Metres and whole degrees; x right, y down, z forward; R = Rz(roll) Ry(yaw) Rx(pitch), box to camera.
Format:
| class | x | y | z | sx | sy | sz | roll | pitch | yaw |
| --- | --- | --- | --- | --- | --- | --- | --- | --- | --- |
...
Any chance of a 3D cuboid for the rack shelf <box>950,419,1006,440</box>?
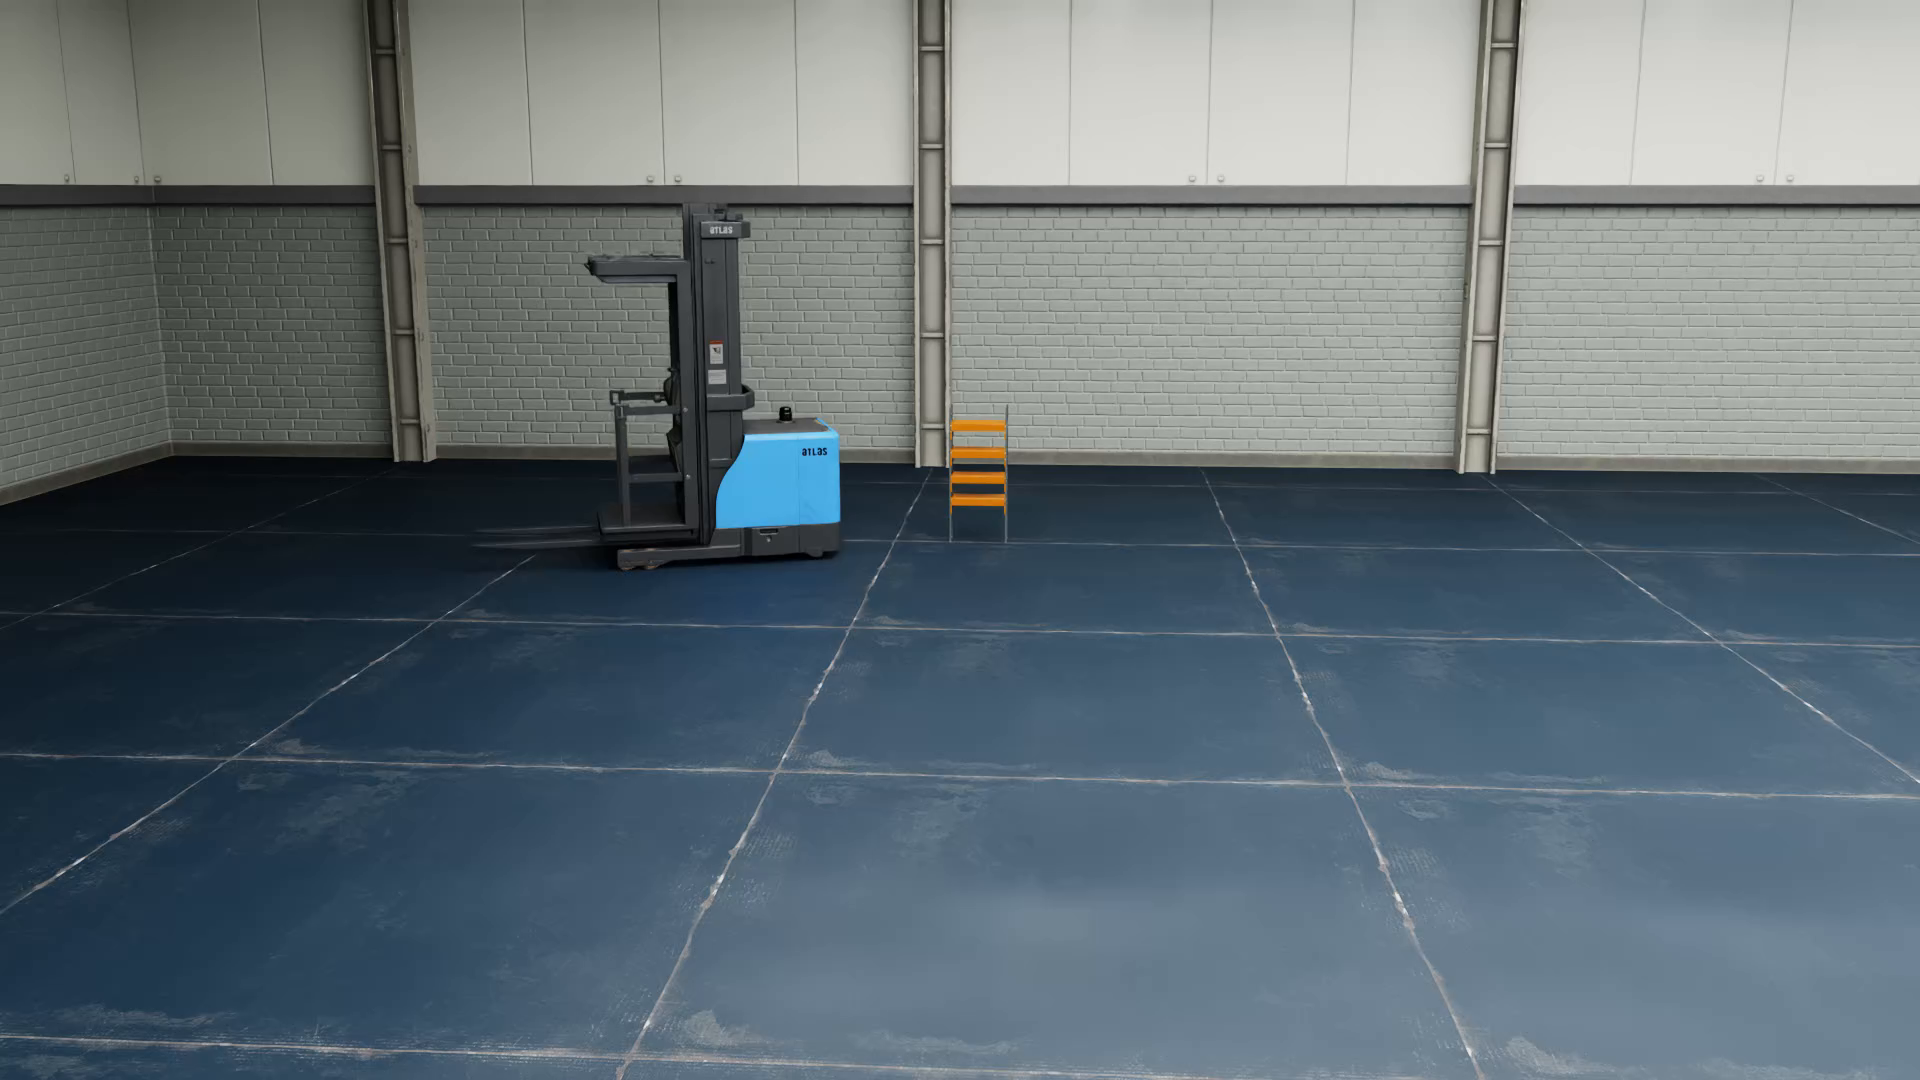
| class | x | y | z | sx | sy | sz | roll | pitch | yaw |
| --- | --- | --- | --- | --- | --- | --- | --- | --- | --- |
| rack shelf | 0.165 | -0.970 | 14.554 | 0.480 | 0.148 | 0.258 | 1 | 12 | 4 |

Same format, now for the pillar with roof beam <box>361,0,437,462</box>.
| class | x | y | z | sx | sy | sz | roll | pitch | yaw |
| --- | --- | --- | --- | --- | --- | --- | --- | --- | --- |
| pillar with roof beam | -6.572 | -4.452 | 14.073 | 0.400 | 9.000 | 9.100 | 1 | 12 | 4 |

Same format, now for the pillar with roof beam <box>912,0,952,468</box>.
| class | x | y | z | sx | sy | sz | roll | pitch | yaw |
| --- | --- | --- | --- | --- | --- | --- | --- | --- | --- |
| pillar with roof beam | -0.585 | -4.370 | 13.681 | 0.400 | 9.000 | 9.100 | 1 | 12 | 4 |

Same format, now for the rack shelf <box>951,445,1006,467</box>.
| class | x | y | z | sx | sy | sz | roll | pitch | yaw |
| --- | --- | --- | --- | --- | --- | --- | --- | --- | --- |
| rack shelf | 0.165 | -0.738 | 14.602 | 0.480 | 0.148 | 0.258 | 1 | 12 | 4 |

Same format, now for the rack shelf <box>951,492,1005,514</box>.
| class | x | y | z | sx | sy | sz | roll | pitch | yaw |
| --- | --- | --- | --- | --- | --- | --- | --- | --- | --- |
| rack shelf | 0.165 | -0.325 | 14.689 | 0.480 | 0.148 | 0.258 | 1 | 12 | 4 |

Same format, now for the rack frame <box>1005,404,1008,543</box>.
| class | x | y | z | sx | sy | sz | roll | pitch | yaw |
| --- | --- | --- | --- | --- | --- | --- | --- | --- | --- |
| rack frame | 0.409 | -0.582 | 14.618 | 0.015 | 1.200 | 0.240 | 1 | 12 | 4 |

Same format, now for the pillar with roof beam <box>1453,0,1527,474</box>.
| class | x | y | z | sx | sy | sz | roll | pitch | yaw |
| --- | --- | --- | --- | --- | --- | --- | --- | --- | --- |
| pillar with roof beam | 5.402 | -4.288 | 13.288 | 0.400 | 9.000 | 9.100 | 1 | 12 | 4 |

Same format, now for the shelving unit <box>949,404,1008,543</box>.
| class | x | y | z | sx | sy | sz | roll | pitch | yaw |
| --- | --- | --- | --- | --- | --- | --- | --- | --- | --- |
| shelving unit | 0.165 | -0.585 | 14.634 | 0.503 | 1.200 | 0.258 | 1 | 12 | 4 |

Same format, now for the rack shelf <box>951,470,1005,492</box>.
| class | x | y | z | sx | sy | sz | roll | pitch | yaw |
| --- | --- | --- | --- | --- | --- | --- | --- | --- | --- |
| rack shelf | 0.165 | -0.519 | 14.648 | 0.480 | 0.148 | 0.258 | 1 | 12 | 4 |

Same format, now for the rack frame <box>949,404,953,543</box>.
| class | x | y | z | sx | sy | sz | roll | pitch | yaw |
| --- | --- | --- | --- | --- | --- | --- | --- | --- | --- |
| rack frame | -0.078 | -0.588 | 14.650 | 0.015 | 1.200 | 0.240 | 1 | 12 | 4 |

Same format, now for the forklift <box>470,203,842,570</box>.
| class | x | y | z | sx | sy | sz | roll | pitch | yaw |
| --- | --- | --- | --- | --- | --- | --- | --- | --- | --- |
| forklift | -2.571 | -1.306 | 13.851 | 3.031 | 2.935 | 1.130 | -3 | 12 | -13 |
